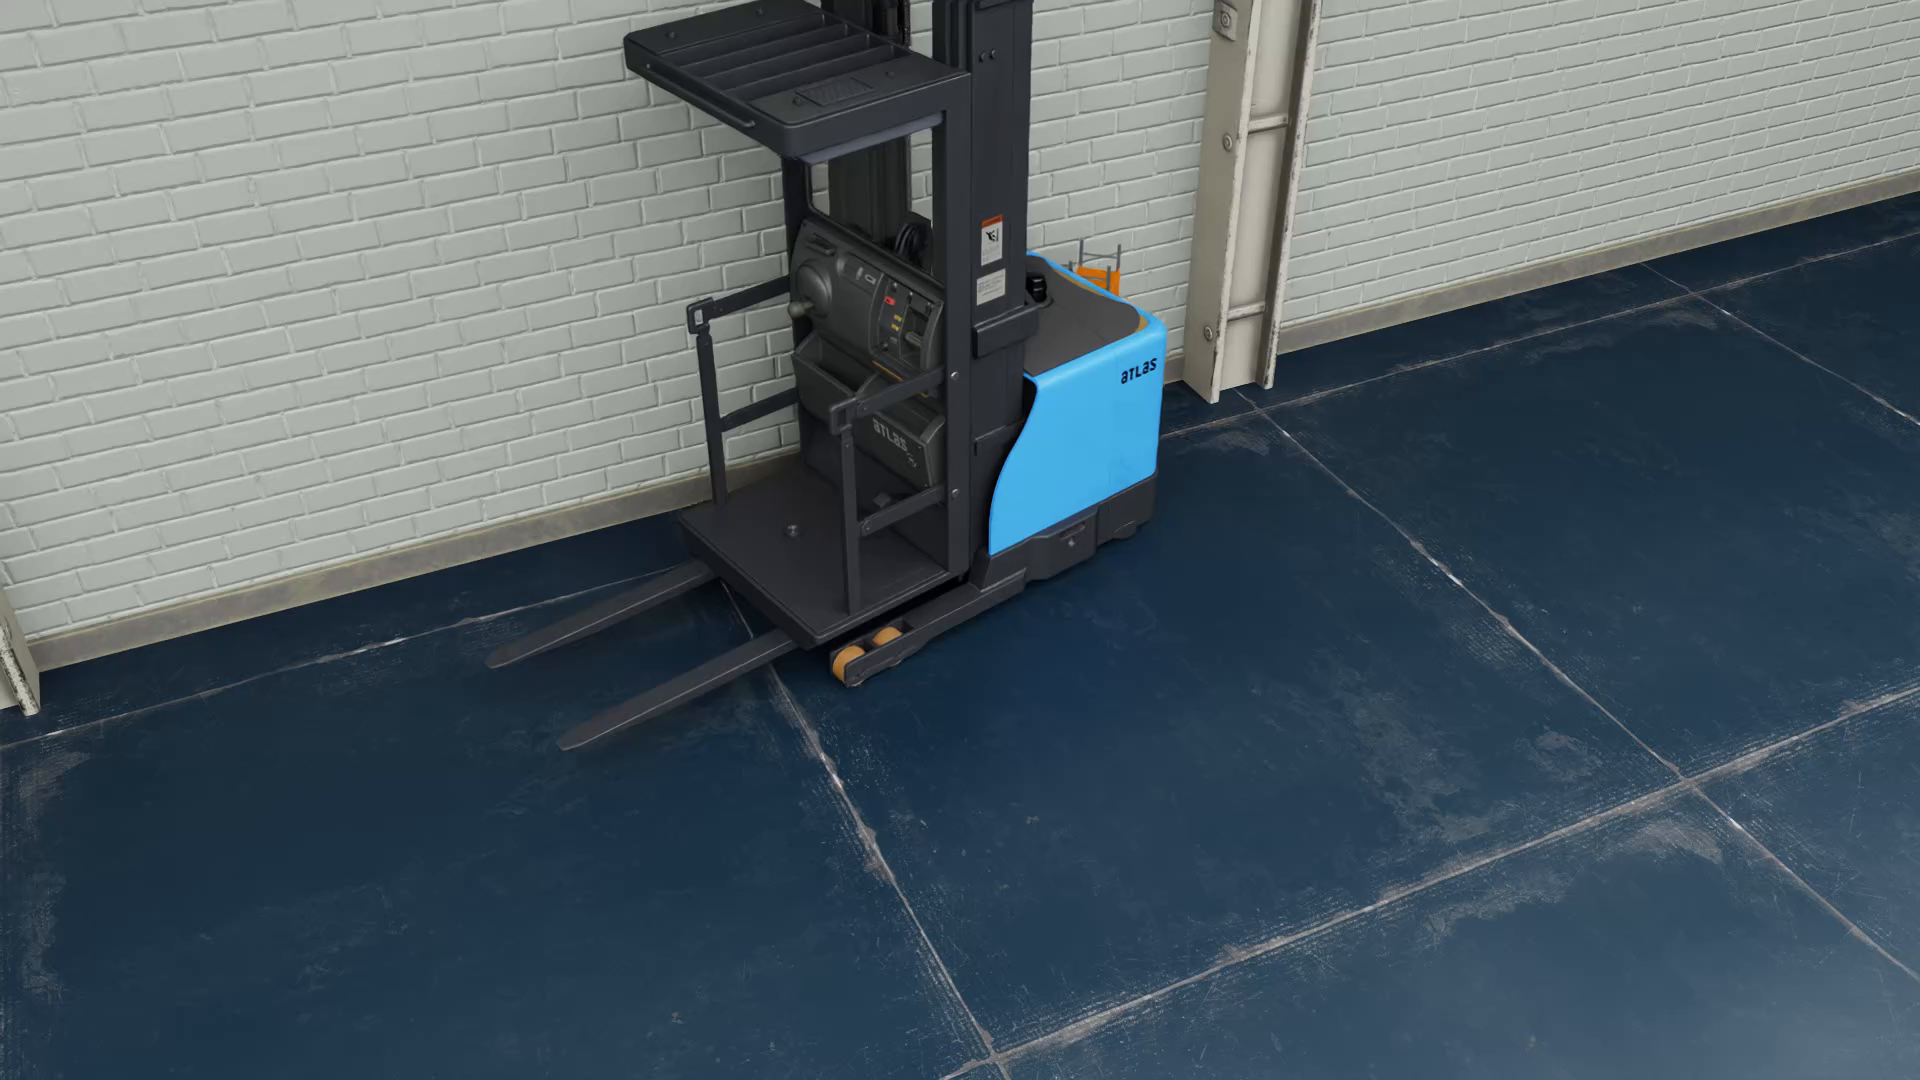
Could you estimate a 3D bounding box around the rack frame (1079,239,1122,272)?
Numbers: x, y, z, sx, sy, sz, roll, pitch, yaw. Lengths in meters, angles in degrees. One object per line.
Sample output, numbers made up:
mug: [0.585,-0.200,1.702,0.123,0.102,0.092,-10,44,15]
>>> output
rack frame: [0.665,-0.986,8.198,0.200,1.050,0.008,9,36,12]

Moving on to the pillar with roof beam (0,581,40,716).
pillar with roof beam: [-2.179,-0.621,1.033,0.400,9.000,9.100,-16,39,-20]

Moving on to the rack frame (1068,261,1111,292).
rack frame: [0.599,-0.851,8.006,0.200,1.050,0.008,9,36,12]

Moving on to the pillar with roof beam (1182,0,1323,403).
pillar with roof beam: [3.253,-2.140,3.081,0.400,9.000,9.100,-16,39,-20]

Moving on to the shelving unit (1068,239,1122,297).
shelving unit: [0.632,-0.919,8.102,0.215,1.050,0.252,9,36,12]

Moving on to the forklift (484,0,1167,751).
forklift: [-0.542,-0.925,6.537,3.031,2.935,1.130,-26,44,-31]

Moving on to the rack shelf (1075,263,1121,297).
rack shelf: [0.634,-1.142,7.945,0.215,0.259,0.240,9,36,12]
